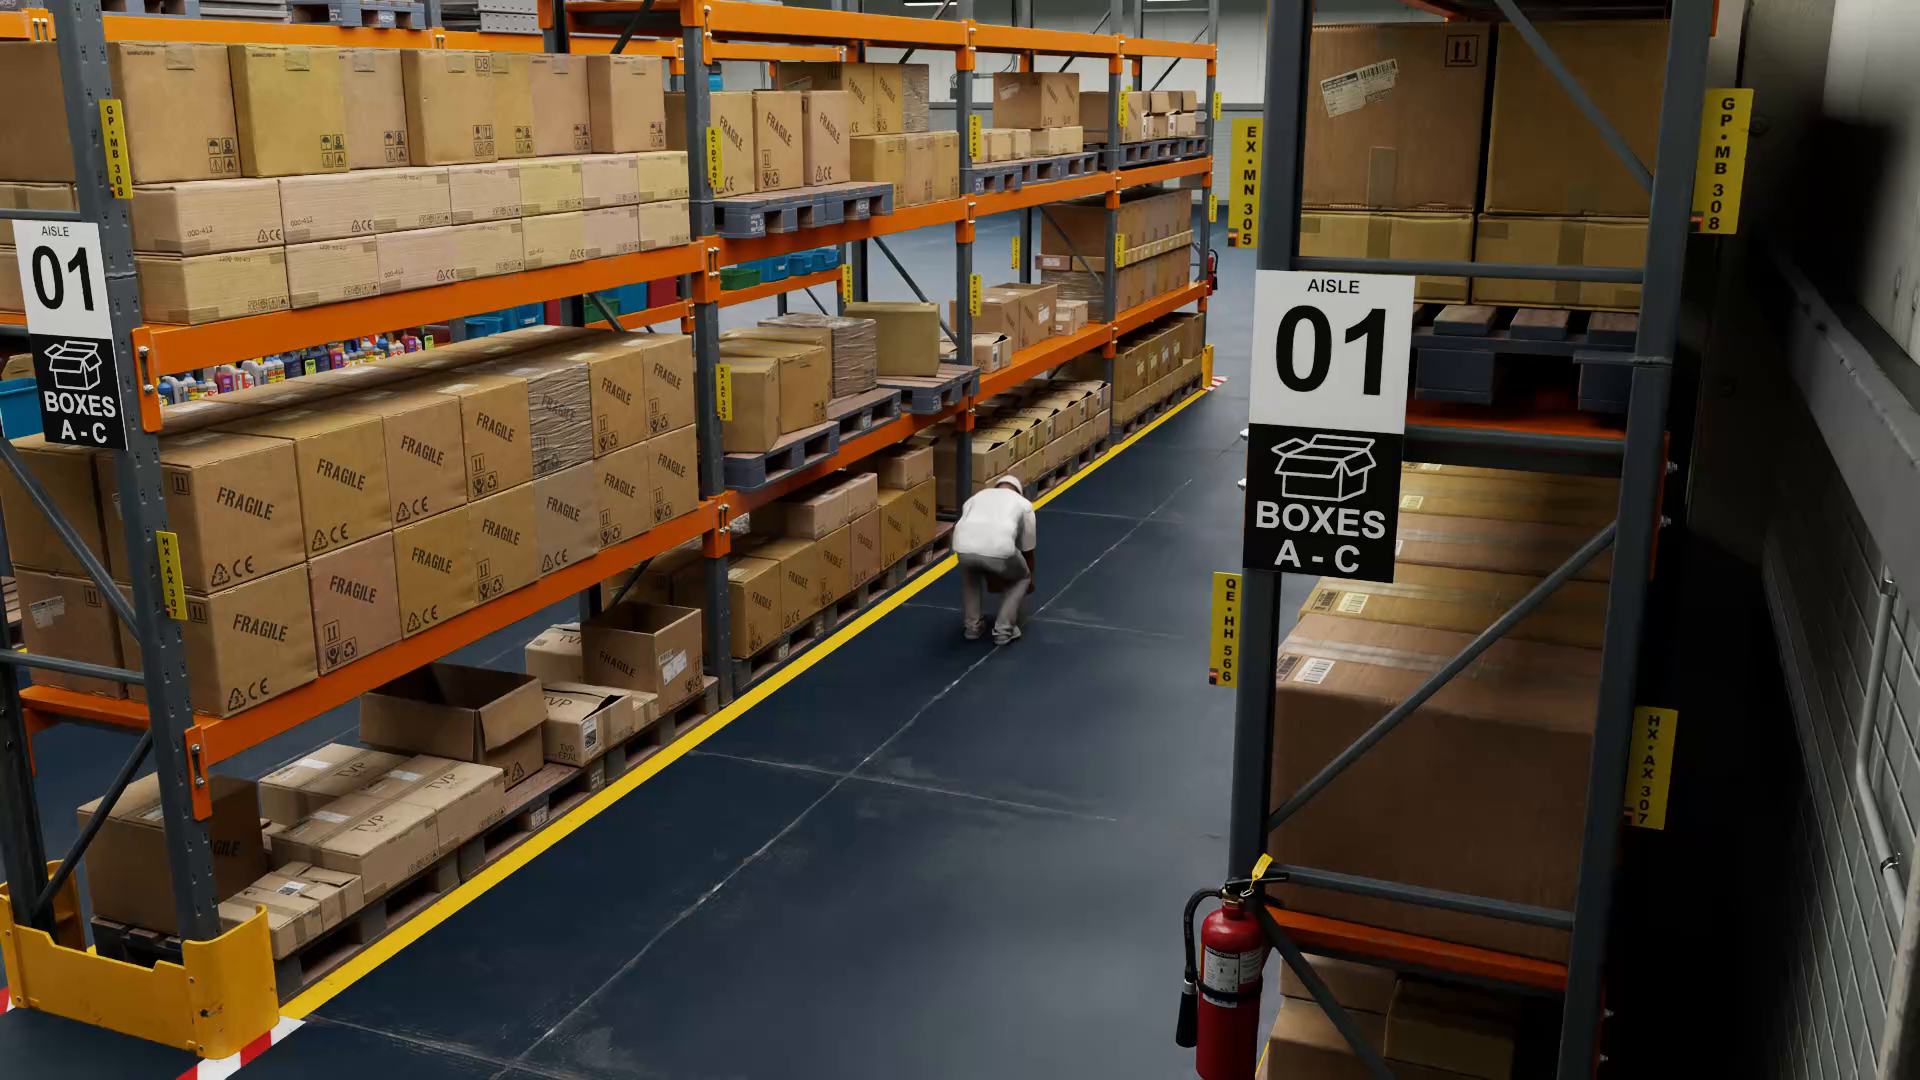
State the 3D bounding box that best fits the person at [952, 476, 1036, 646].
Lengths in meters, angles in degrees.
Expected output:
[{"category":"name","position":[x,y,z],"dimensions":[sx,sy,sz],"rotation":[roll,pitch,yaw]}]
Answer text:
[{"category":"person","position":[0.234,0.137,11.395],"dimensions":[0.527,1.019,0.959],"rotation":[5,16,18]}]
